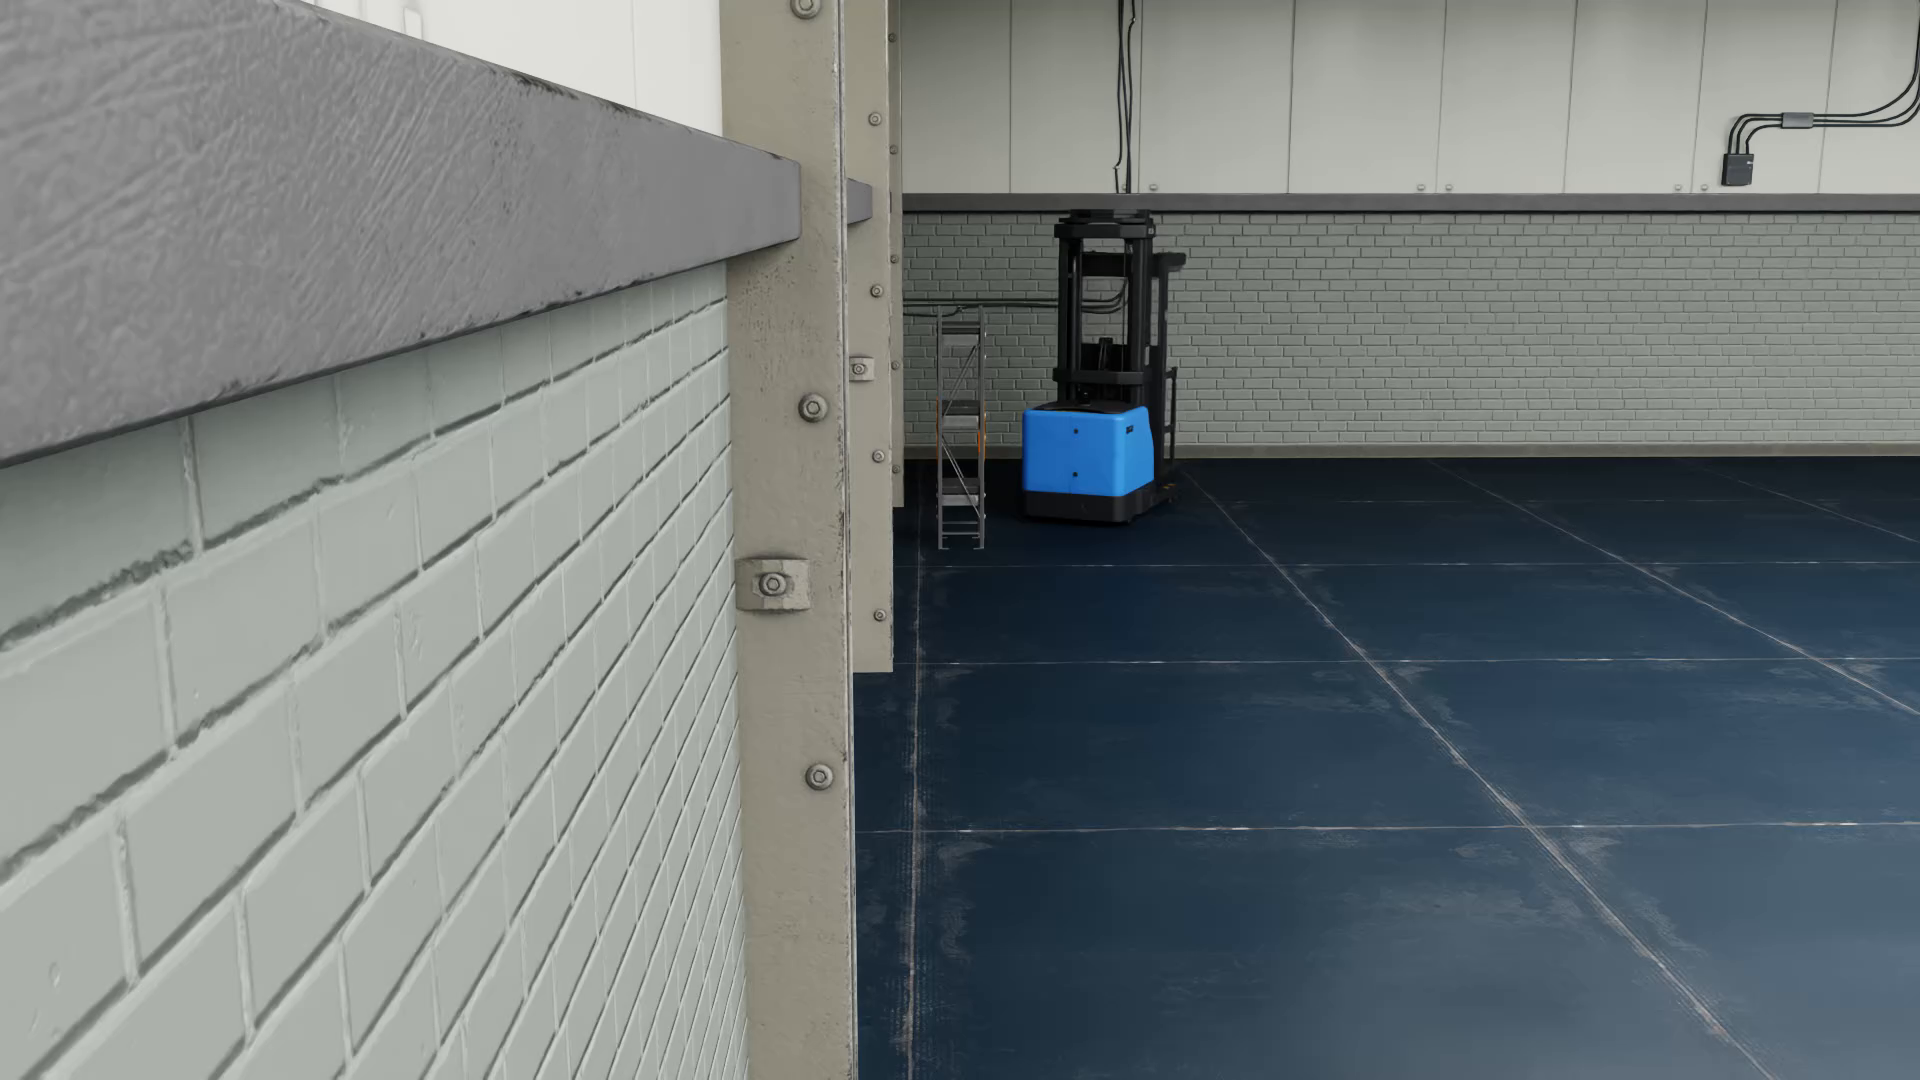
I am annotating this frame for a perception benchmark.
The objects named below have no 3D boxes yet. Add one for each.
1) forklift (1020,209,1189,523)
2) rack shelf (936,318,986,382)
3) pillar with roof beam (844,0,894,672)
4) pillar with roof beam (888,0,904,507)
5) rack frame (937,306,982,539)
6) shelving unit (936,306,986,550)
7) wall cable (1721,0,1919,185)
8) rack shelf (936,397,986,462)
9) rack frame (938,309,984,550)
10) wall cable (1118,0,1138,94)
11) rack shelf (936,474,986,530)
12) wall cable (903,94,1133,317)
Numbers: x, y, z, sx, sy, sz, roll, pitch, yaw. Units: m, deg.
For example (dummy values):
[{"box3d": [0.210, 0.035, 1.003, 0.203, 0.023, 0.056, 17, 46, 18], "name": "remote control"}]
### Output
[{"box3d": [1.616, -1.844, 16.779, 1.130, 2.935, 3.031, 5, 12, 22], "name": "forklift"}, {"box3d": [0.003, -1.669, 14.552, 0.431, 0.518, 0.480, 0, 11, -1], "name": "rack shelf"}, {"box3d": [3.706, -3.607, 10.206, 9.100, 9.000, 0.400, 0, 11, -1], "name": "pillar with roof beam"}, {"box3d": [3.582, -4.800, 16.085, 9.100, 9.000, 0.400, 0, 11, -1], "name": "pillar with roof beam"}, {"box3d": [-0.002, -1.045, 14.927, 0.400, 2.100, 0.015, 0, 11, -1], "name": "rack frame"}, {"box3d": [0.003, -0.996, 14.688, 0.431, 2.100, 0.503, 0, 11, -1], "name": "shelving unit"}, {"box3d": [10.031, -7.076, 18.749, 2.305, 6.003, 0.169, 0, 11, -1], "name": "wall cable"}, {"box3d": [0.003, -0.983, 14.691, 0.431, 0.518, 0.480, 0, 11, -1], "name": "rack shelf"}, {"box3d": [0.009, -0.948, 14.449, 0.400, 2.100, 0.015, 0, 11, -1], "name": "rack frame"}, {"box3d": [3.244, -6.338, 18.772, 3.097, 2.526, 0.112, 0, 11, -1], "name": "wall cable"}, {"box3d": [0.003, -0.297, 14.830, 0.431, 0.518, 0.480, 0, 11, -1], "name": "rack shelf"}, {"box3d": [0.539, -3.851, 19.219, 3.097, 2.526, 0.112, 0, 11, -1], "name": "wall cable"}]
